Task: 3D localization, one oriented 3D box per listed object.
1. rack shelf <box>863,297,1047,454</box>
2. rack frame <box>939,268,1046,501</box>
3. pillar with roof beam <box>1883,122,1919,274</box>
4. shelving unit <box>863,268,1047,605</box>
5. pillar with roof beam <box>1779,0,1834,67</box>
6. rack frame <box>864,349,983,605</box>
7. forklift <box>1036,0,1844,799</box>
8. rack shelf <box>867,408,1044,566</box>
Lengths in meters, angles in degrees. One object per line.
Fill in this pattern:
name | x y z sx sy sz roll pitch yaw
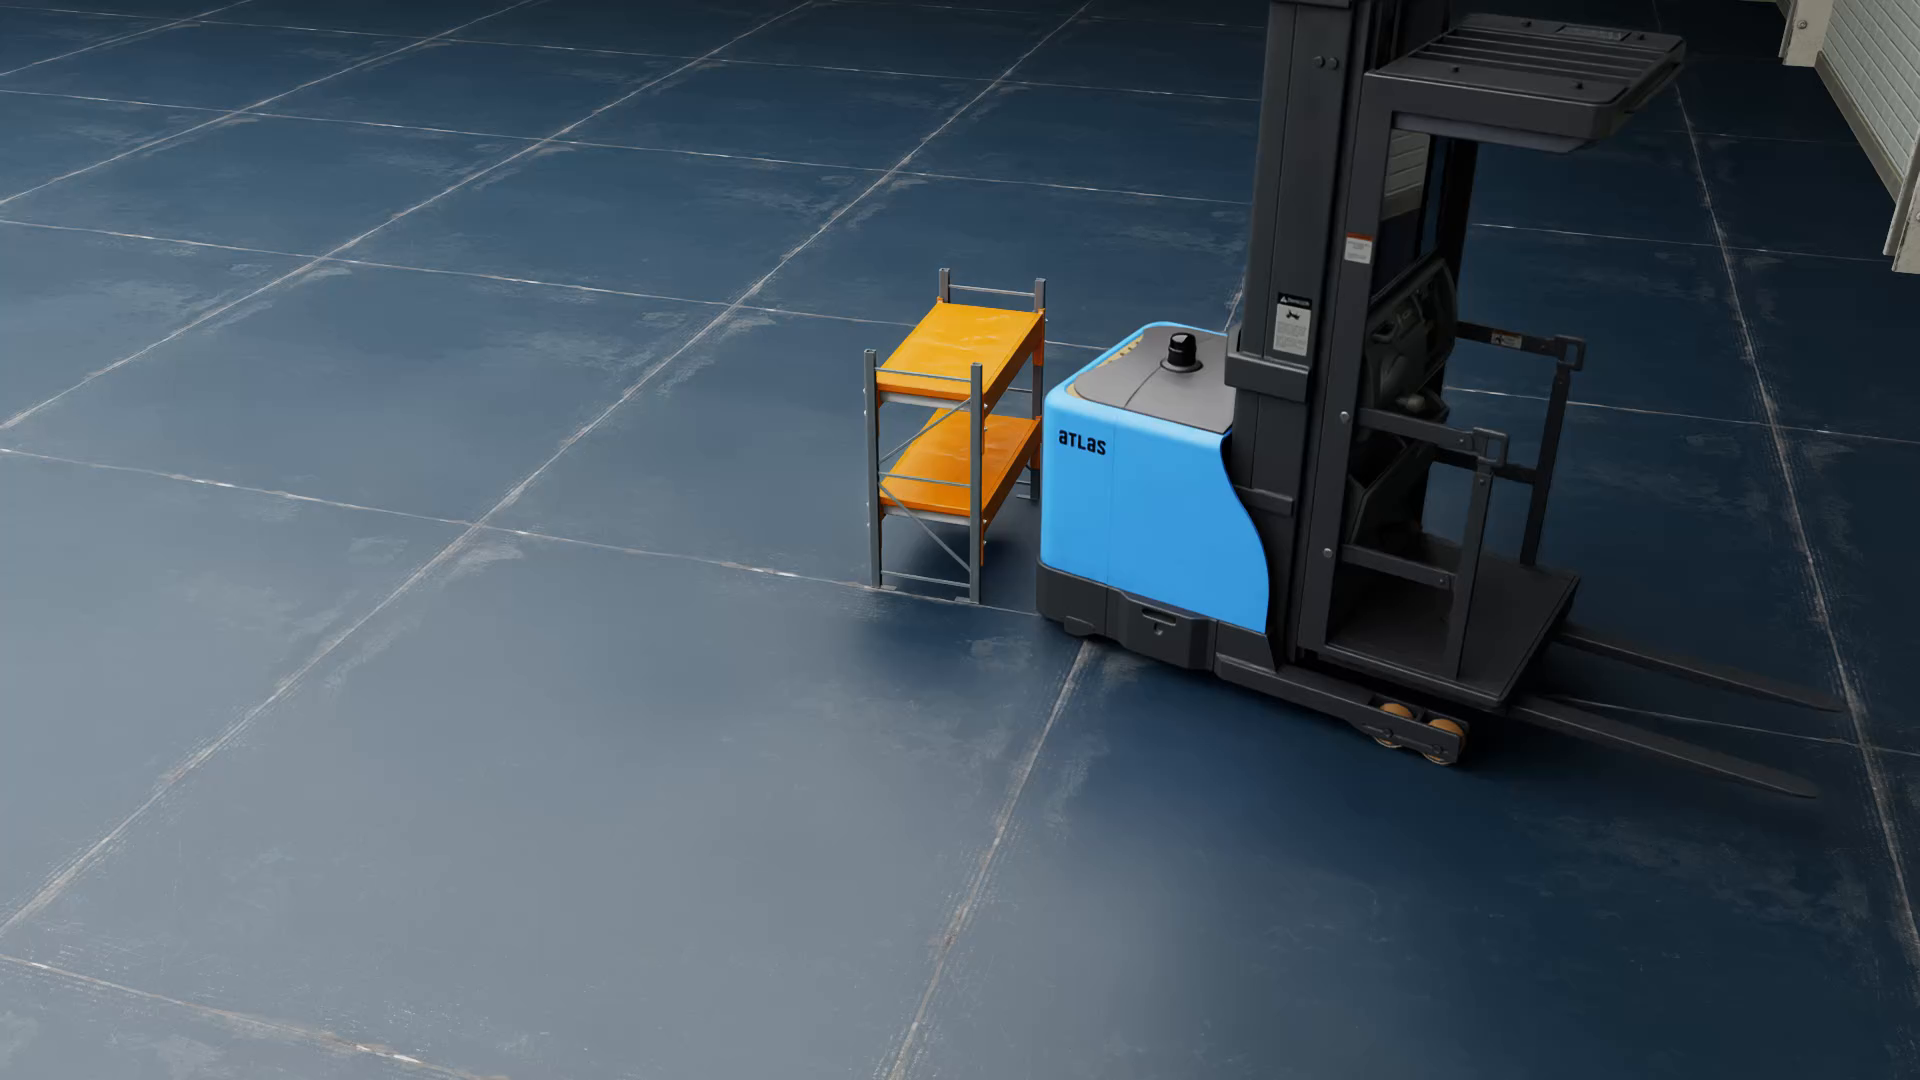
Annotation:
rack shelf | -0.002 -0.744 7.329 0.538 0.278 1.000 8 30 15
rack frame | 0.147 -0.725 7.896 0.500 1.125 0.032 8 30 15
pillar with roof beam | 2.218 -6.380 9.963 9.100 9.000 0.400 8 30 15
shelving unit | -0.002 -0.488 7.471 0.538 1.125 1.048 8 30 15
pillar with roof beam | 3.979 -9.169 14.975 9.100 9.000 0.400 8 30 15
rack frame | -0.151 -0.252 7.046 0.500 1.125 0.032 8 30 15
forklift | 1.840 -0.735 6.056 3.031 2.935 1.130 17 33 28
rack shelf | -0.002 -0.275 7.590 0.538 0.278 1.000 8 30 15
